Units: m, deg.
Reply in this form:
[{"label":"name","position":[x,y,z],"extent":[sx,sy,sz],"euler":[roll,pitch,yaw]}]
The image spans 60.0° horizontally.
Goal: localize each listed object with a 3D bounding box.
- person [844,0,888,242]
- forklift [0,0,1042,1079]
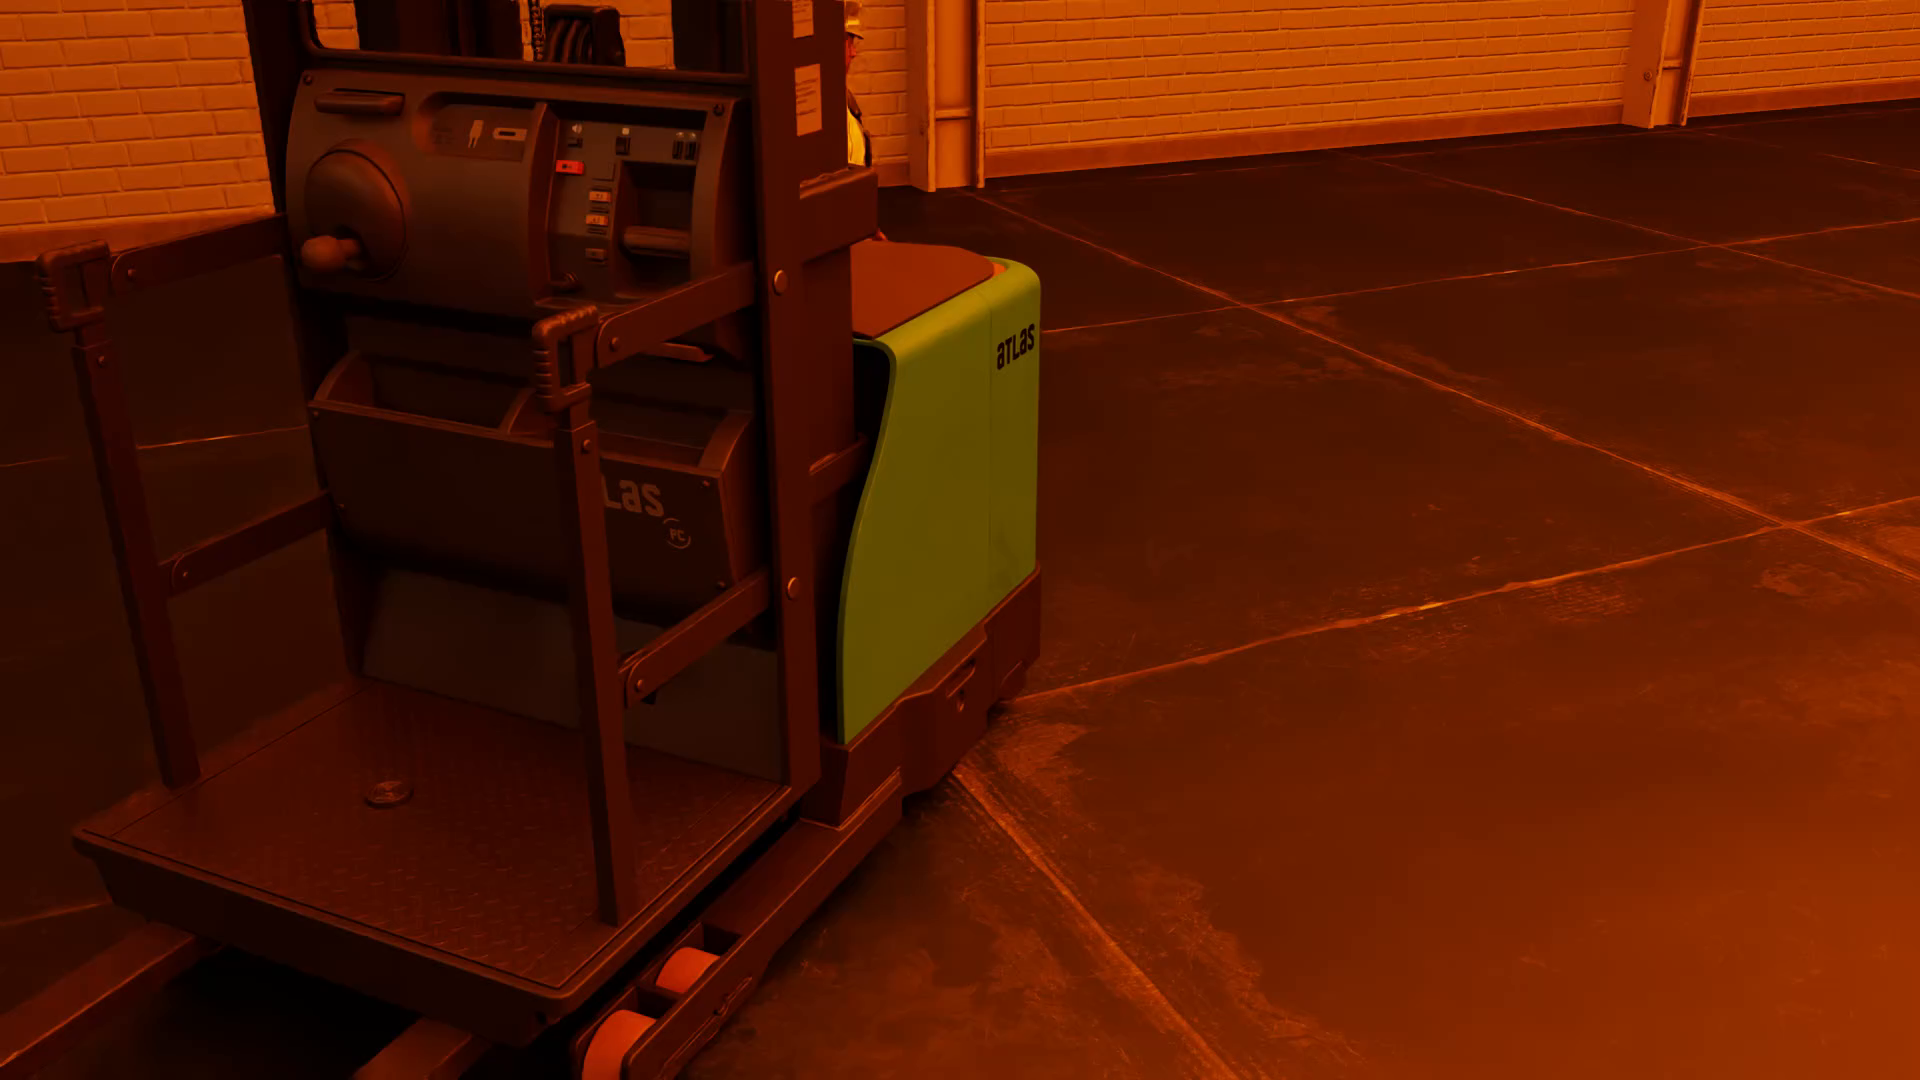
[{"label":"person","position":[-0.429,-0.944,5.380],"extent":[0.536,1.566,0.835],"euler":[3,23,6]},{"label":"forklift","position":[-0.885,-0.583,2.690],"extent":[1.130,2.935,3.031],"euler":[10,25,23]}]
